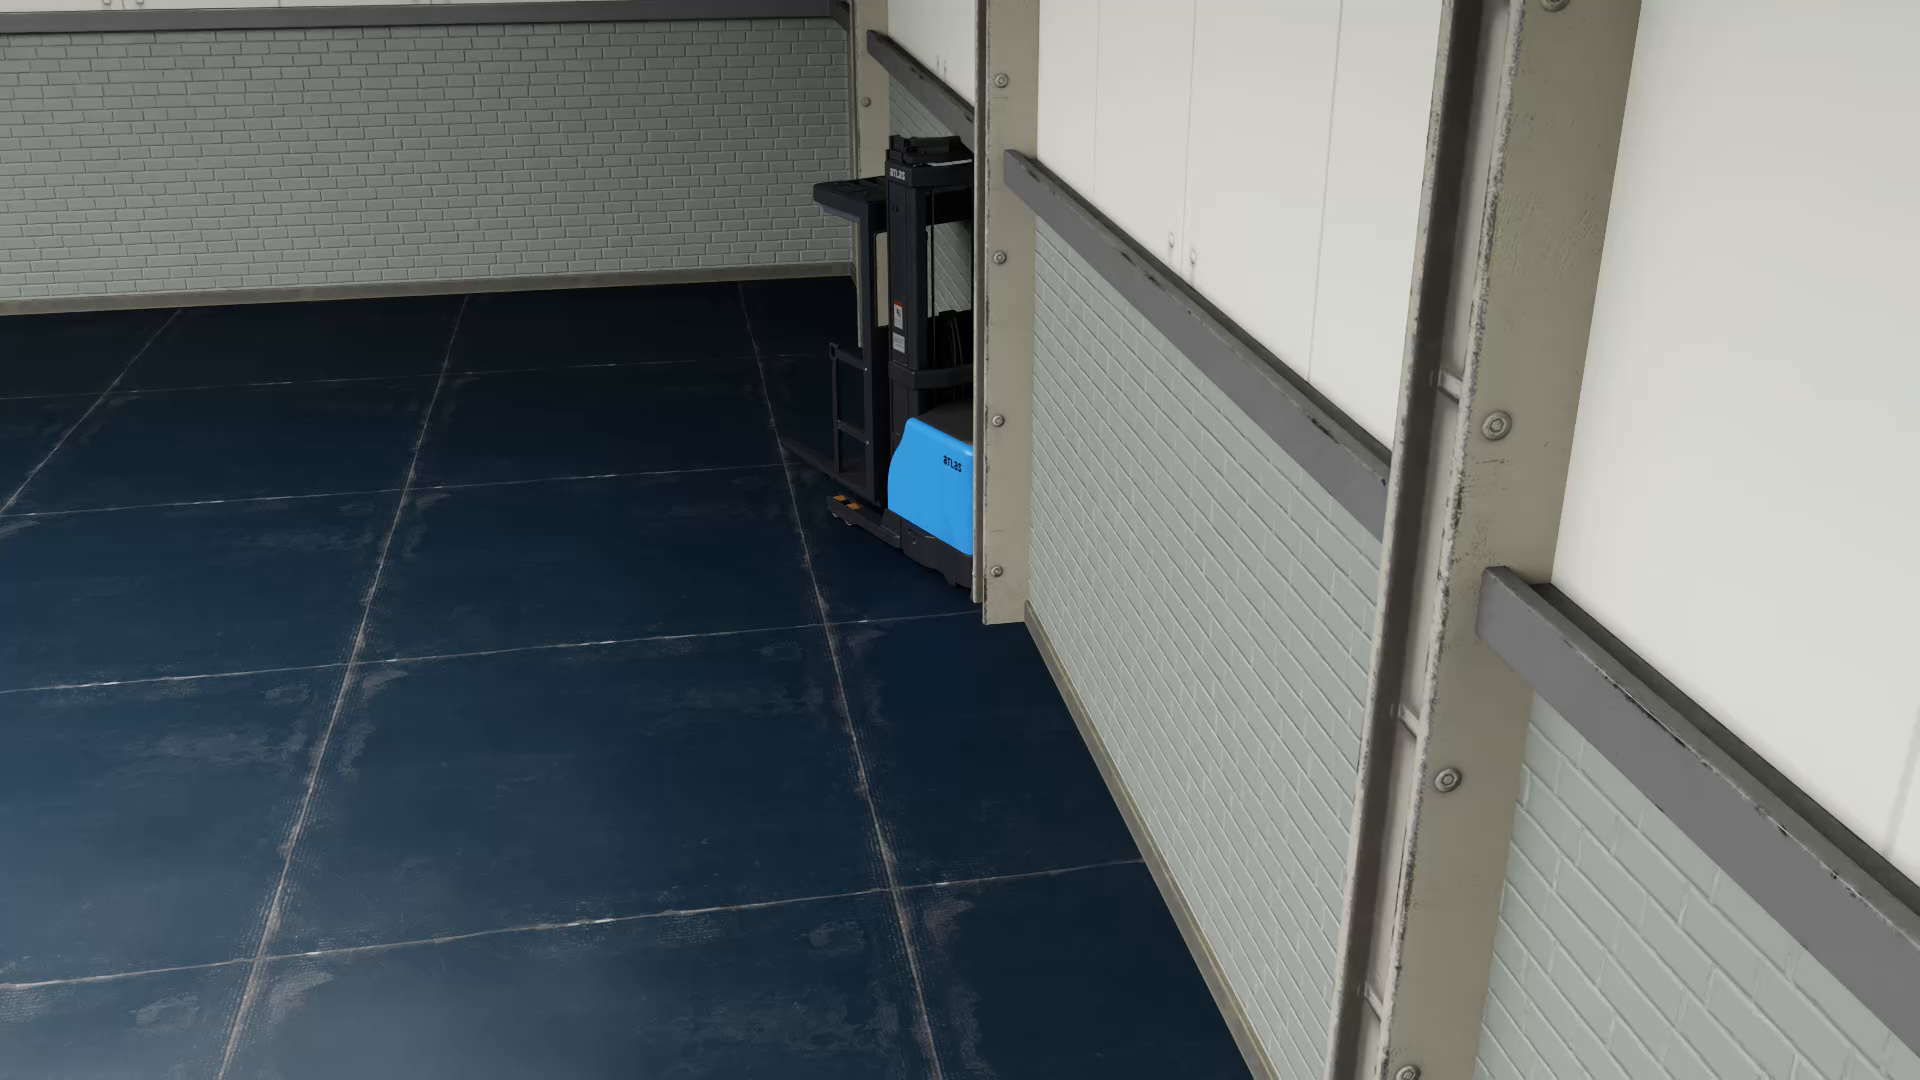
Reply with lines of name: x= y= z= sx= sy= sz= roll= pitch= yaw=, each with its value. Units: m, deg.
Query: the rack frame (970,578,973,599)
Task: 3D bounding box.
rack frame: x=0.229 y=0.006 z=11.192 sx=0.240 sy=0.900 sz=0.006 roll=1 pitch=24 yaw=-12

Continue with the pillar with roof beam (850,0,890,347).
pillar with roof beam: x=-5.066 y=-5.696 z=14.049 sx=9.100 sy=9.000 sz=0.400 roll=-4 pitch=24 yaw=-10

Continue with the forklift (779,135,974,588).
forklift: x=-0.353 y=-1.550 z=12.136 sx=1.130 sy=2.935 sz=3.031 roll=-15 pitch=28 yaw=-31

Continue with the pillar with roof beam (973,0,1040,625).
pillar with roof beam: x=-3.956 y=-3.336 z=8.645 sx=9.100 sy=9.000 sz=0.400 roll=-4 pitch=24 yaw=-10

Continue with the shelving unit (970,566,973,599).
shelving unit: x=0.210 y=-0.035 z=11.283 sx=0.258 sy=0.900 sz=0.210 roll=1 pitch=24 yaw=-12
